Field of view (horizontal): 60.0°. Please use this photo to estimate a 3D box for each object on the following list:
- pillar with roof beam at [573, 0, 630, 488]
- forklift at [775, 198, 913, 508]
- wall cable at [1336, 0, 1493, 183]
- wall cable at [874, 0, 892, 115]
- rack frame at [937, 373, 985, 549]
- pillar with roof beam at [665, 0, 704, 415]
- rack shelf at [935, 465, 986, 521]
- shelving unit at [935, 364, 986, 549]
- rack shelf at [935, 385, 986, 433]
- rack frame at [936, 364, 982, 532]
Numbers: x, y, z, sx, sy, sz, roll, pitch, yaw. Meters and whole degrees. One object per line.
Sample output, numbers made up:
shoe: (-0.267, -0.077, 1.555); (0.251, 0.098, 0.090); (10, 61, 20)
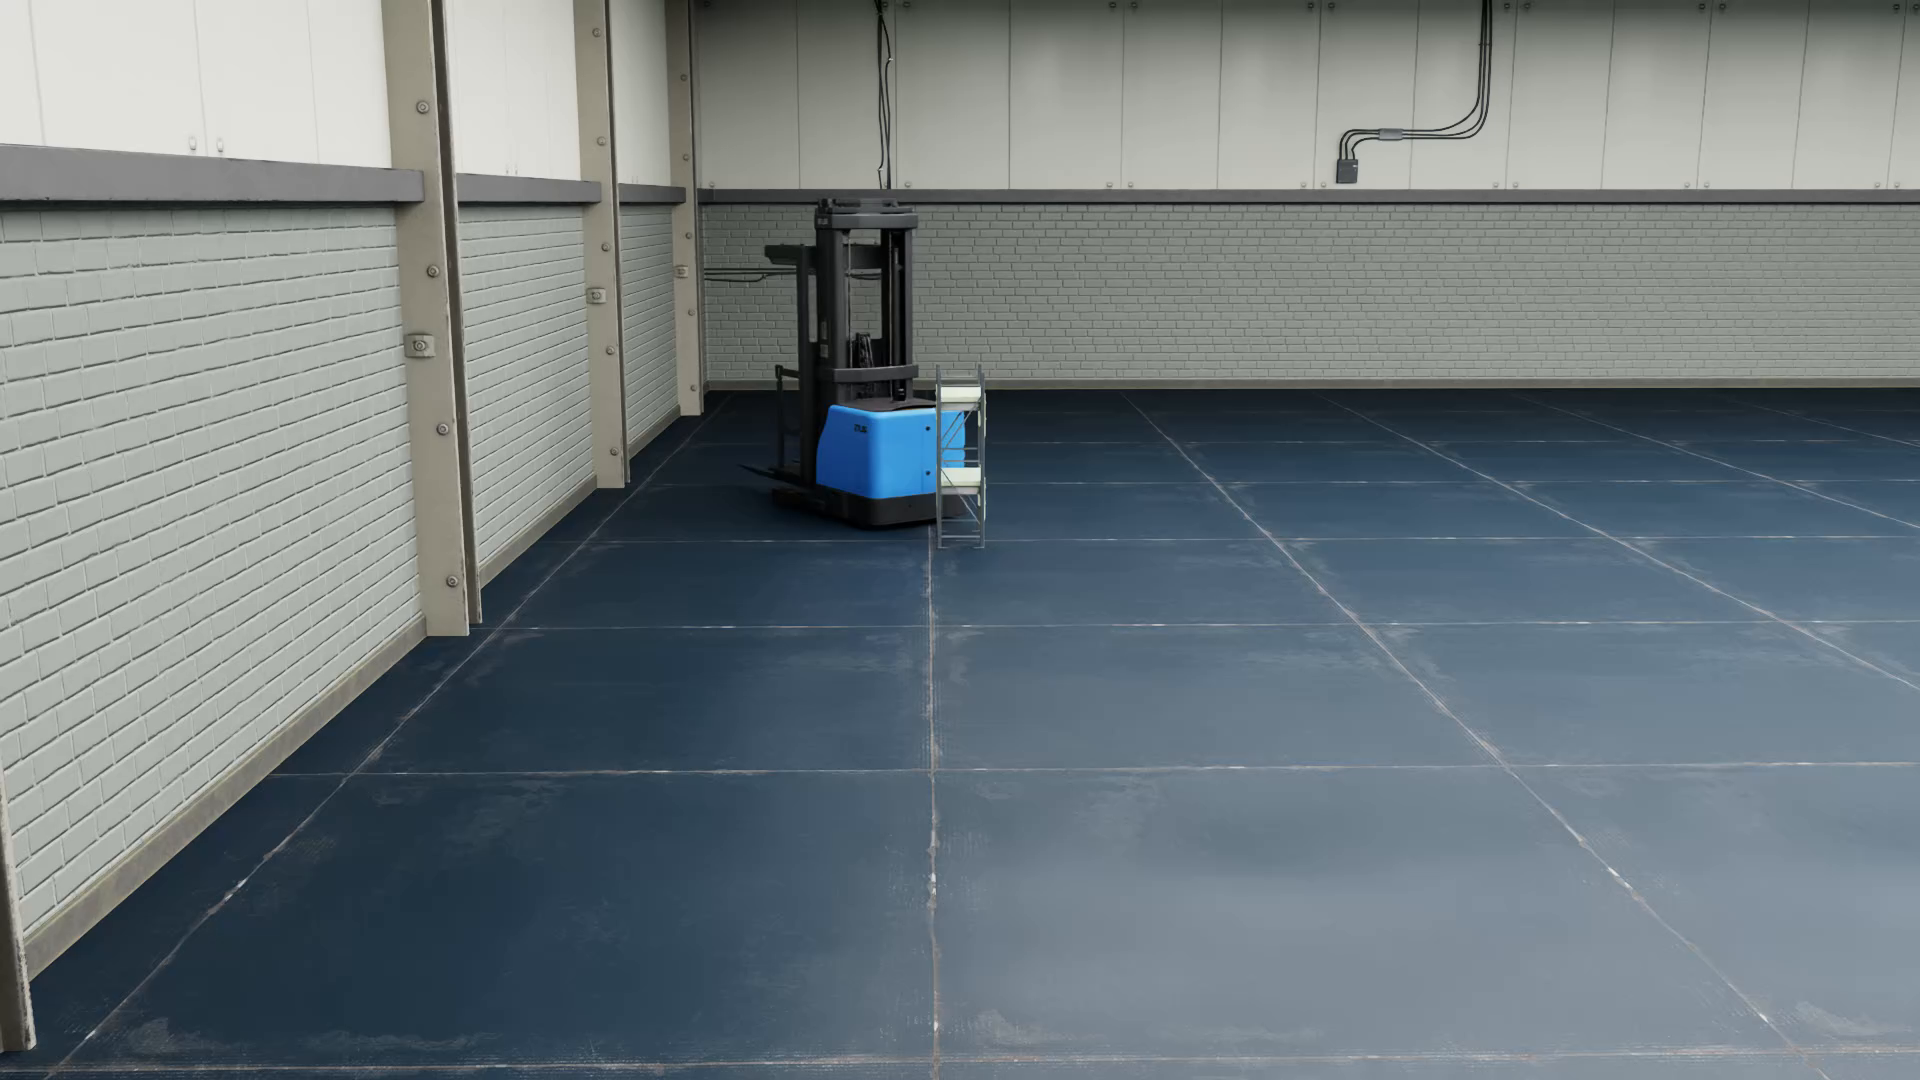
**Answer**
pillar with roof beam: (0.661, -5.006, 16.602); (9.100, 9.000, 0.400); (0, 11, -1)
forklift: (-1.176, -1.796, 16.038); (1.121, 2.935, 3.031); (-8, 14, -33)
wall cable: (6.986, -8.475, 25.146); (2.305, 6.003, 0.169); (0, 11, -1)
wall cable: (0.199, -7.737, 25.169); (3.097, 2.526, 0.112); (0, 11, -1)
rack frame: (0.007, -0.664, 14.058); (0.400, 1.500, 0.023); (0, 11, -1)
pillar with roof beam: (0.537, -6.199, 22.481); (9.100, 9.000, 0.400); (0, 11, -1)
rack shelf: (0.000, -0.417, 14.481); (0.431, 0.370, 0.720); (0, 11, -1)
shelving unit: (0.000, -0.736, 14.417); (0.431, 1.500, 0.755); (0, 11, -1)
rack shelf: (0.000, -1.119, 14.339); (0.431, 0.370, 0.720); (0, 11, -1)
rack frame: (-0.008, -0.809, 14.775); (0.400, 1.500, 0.023); (0, 11, -1)
